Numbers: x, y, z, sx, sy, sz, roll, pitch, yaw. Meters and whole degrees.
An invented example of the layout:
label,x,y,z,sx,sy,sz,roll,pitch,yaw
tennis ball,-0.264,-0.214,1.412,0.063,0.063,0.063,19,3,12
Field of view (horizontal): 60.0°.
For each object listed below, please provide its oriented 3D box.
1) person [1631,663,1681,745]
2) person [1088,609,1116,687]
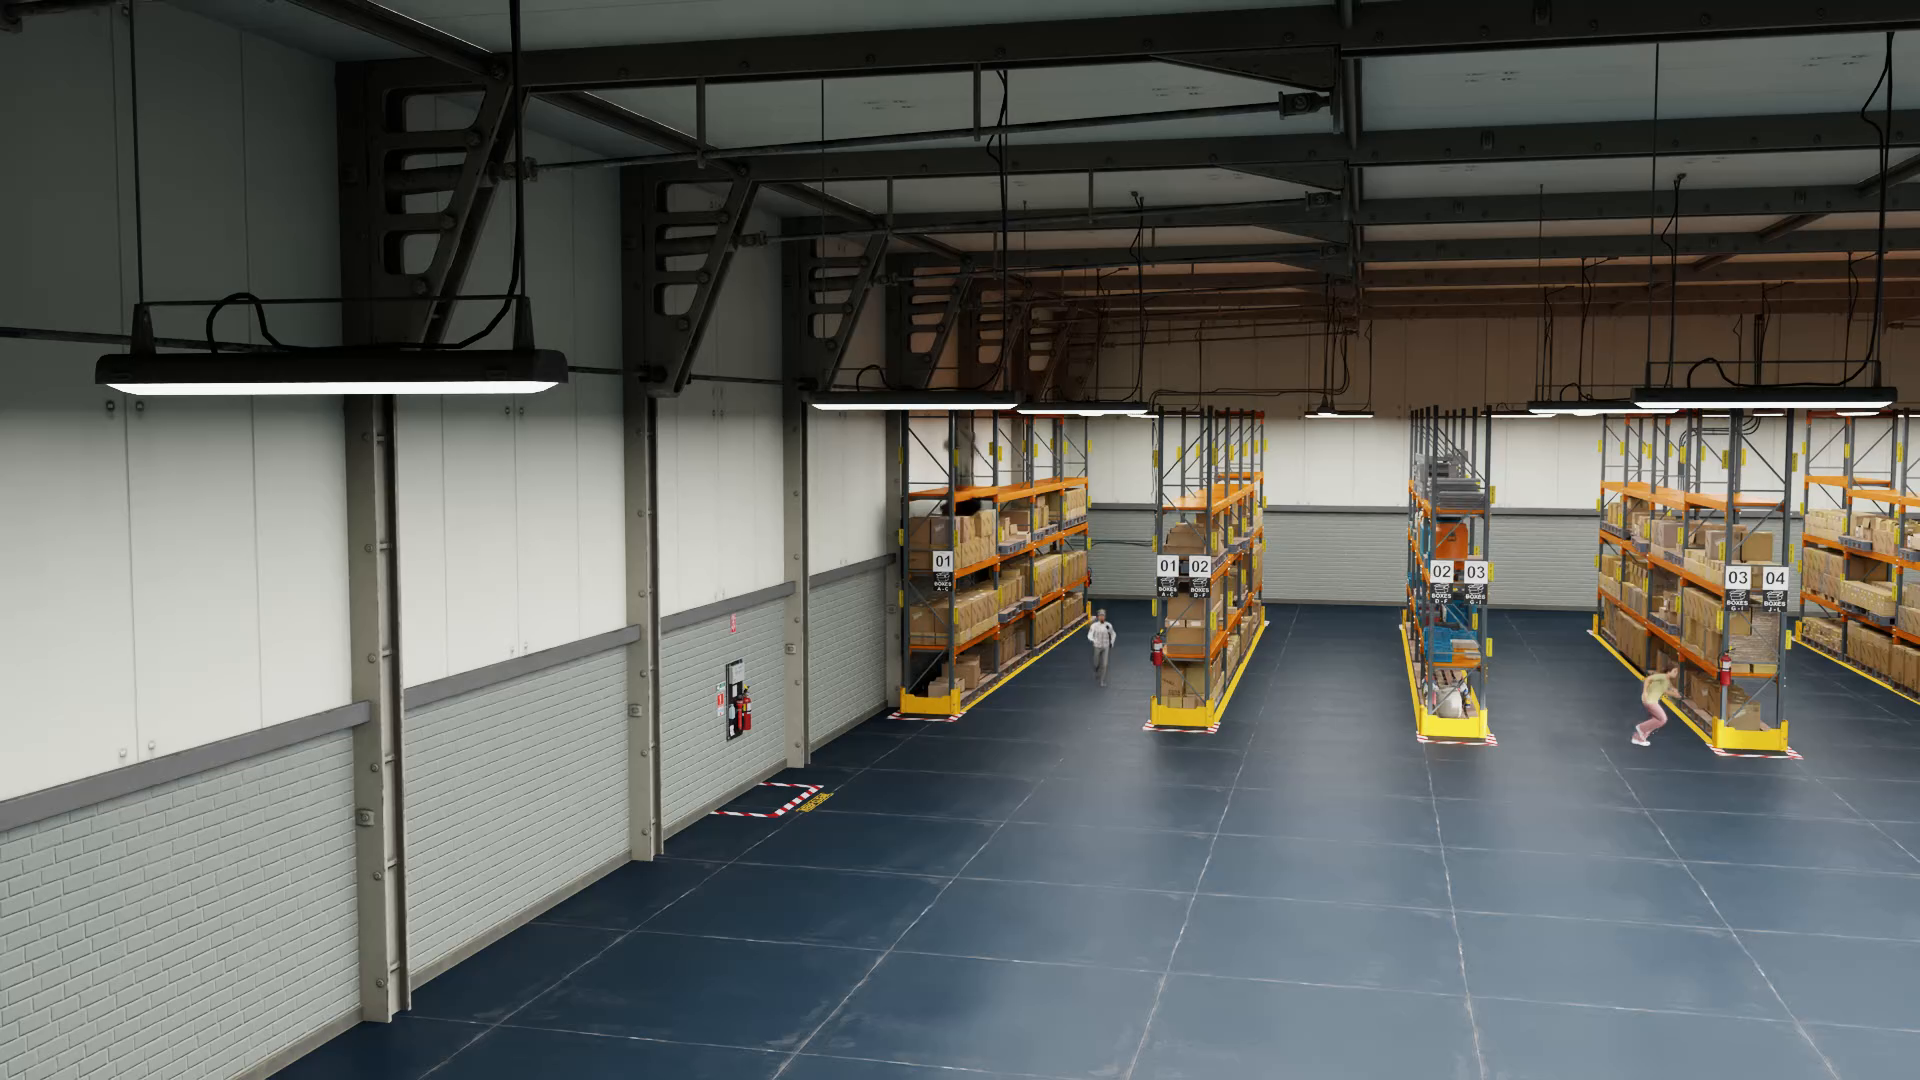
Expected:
label,x,y,z,sx,sy,sz,roll,pitch,yaw
person,12.193,2.885,29.145,0.800,1.503,0.606,3,5,40
person,3.076,2.315,35.936,0.625,1.654,0.707,0,4,0
